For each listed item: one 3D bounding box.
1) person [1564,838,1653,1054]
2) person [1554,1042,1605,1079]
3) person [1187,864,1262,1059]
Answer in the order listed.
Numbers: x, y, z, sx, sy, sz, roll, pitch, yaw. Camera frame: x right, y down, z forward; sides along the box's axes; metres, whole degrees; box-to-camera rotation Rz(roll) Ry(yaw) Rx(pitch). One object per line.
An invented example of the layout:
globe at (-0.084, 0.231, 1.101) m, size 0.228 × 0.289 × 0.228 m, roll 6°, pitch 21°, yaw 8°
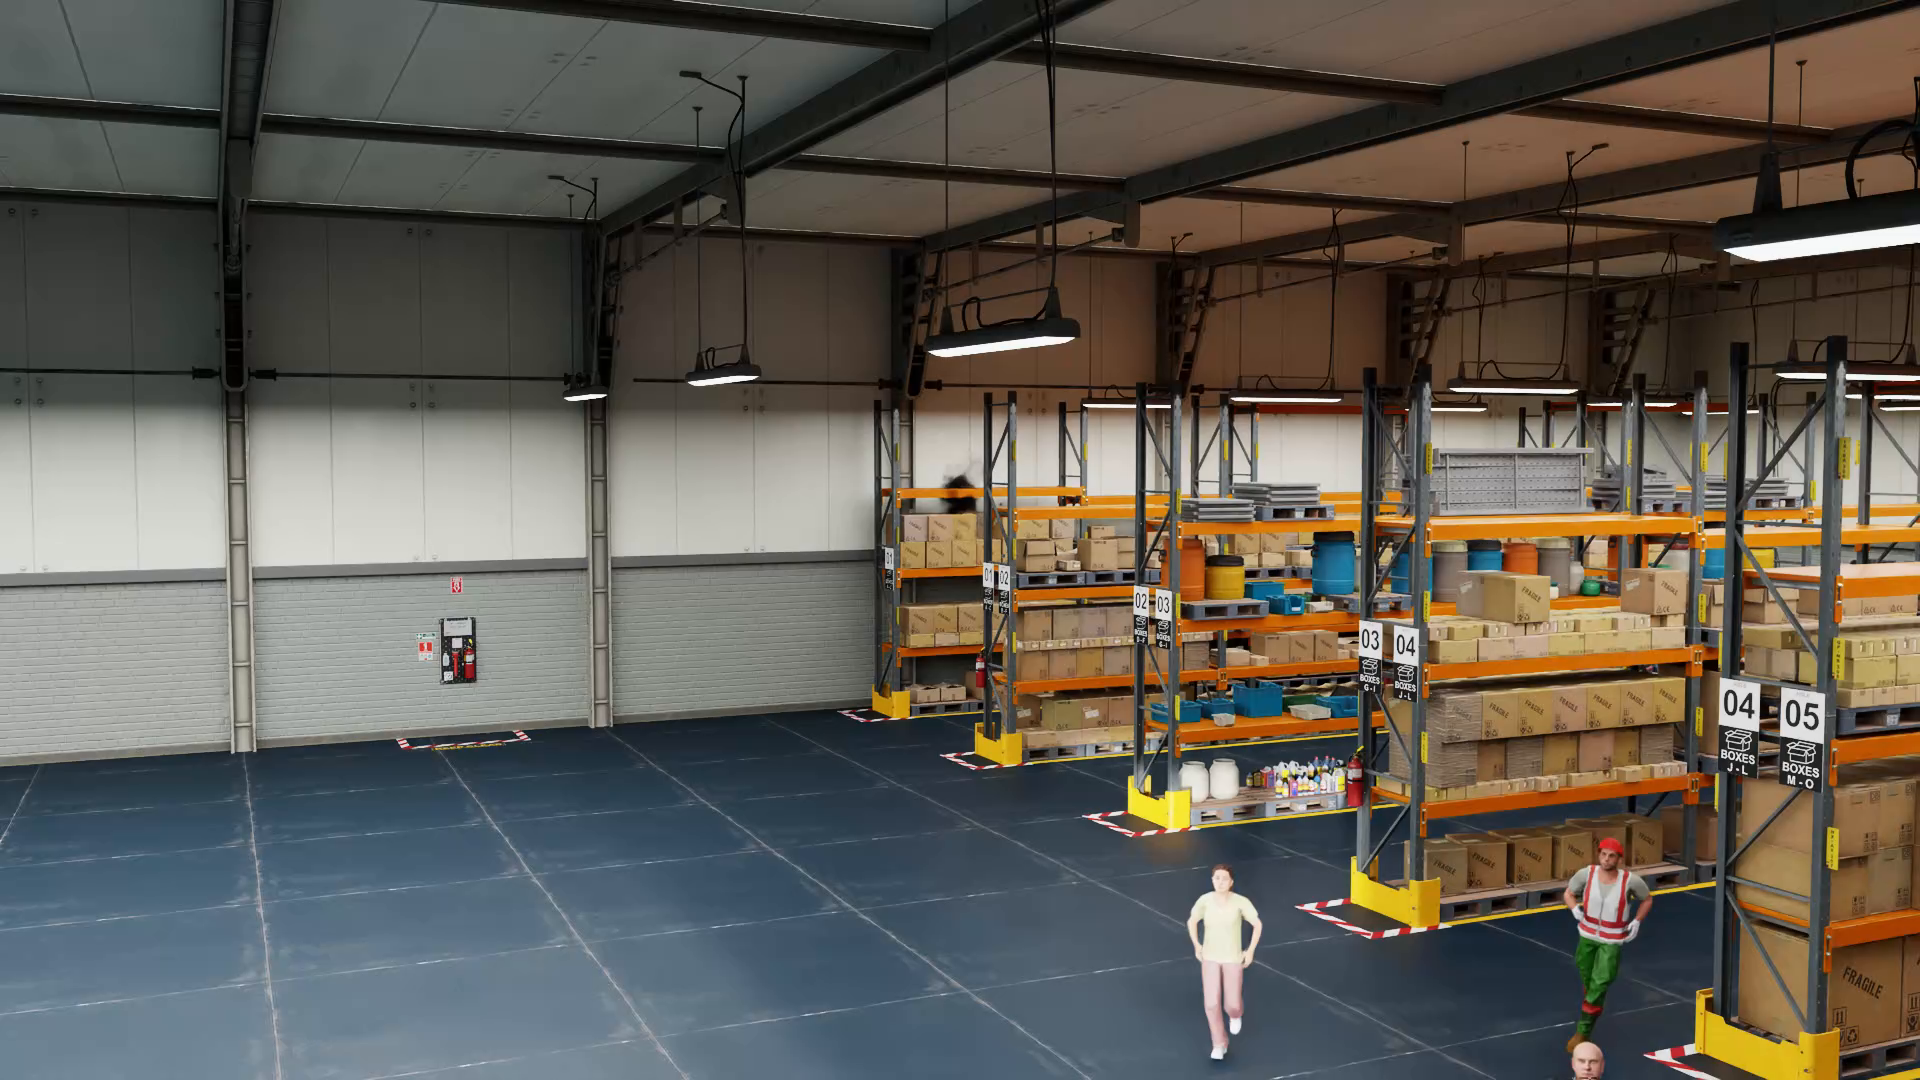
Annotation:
person at (5.517, 3.431, 14.262) m, size 0.680 × 1.797 × 0.888 m, roll 3°, pitch 4°, yaw 38°
person at (3.636, 3.768, 9.694) m, size 0.664 × 1.680 × 0.575 m, roll 1°, pitch 4°, yaw 20°
person at (2.226, 3.529, 14.053) m, size 0.624 × 1.624 × 0.537 m, roll 1°, pitch 3°, yaw 17°
